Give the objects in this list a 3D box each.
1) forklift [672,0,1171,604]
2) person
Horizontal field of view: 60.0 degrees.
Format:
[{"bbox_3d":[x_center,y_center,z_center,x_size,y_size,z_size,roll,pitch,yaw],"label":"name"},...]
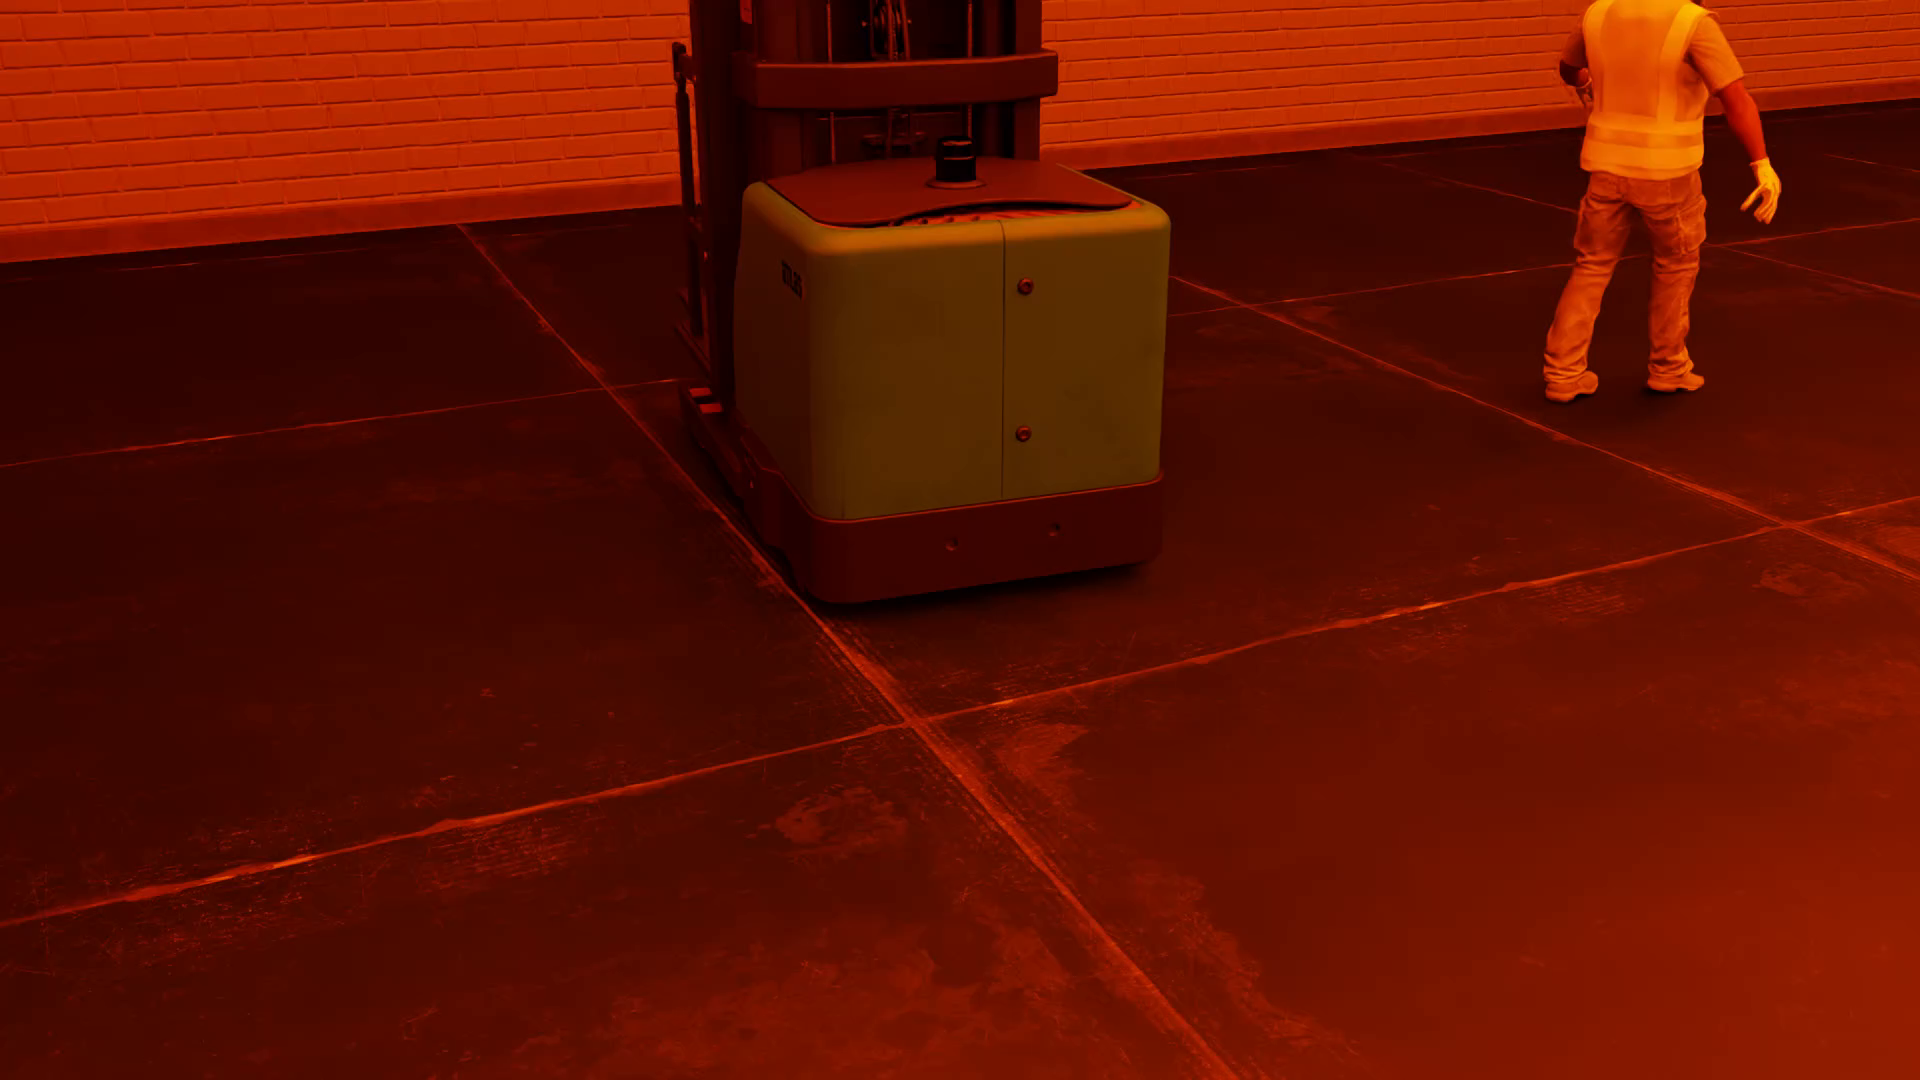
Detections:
[{"bbox_3d":[-0.381,-1.717,5.419,1.130,2.935,3.031,-8,24,-18],"label":"forklift"},{"bbox_3d":[2.617,-1.380,6.172,0.725,1.769,1.043,-18,28,-36],"label":"person"}]
